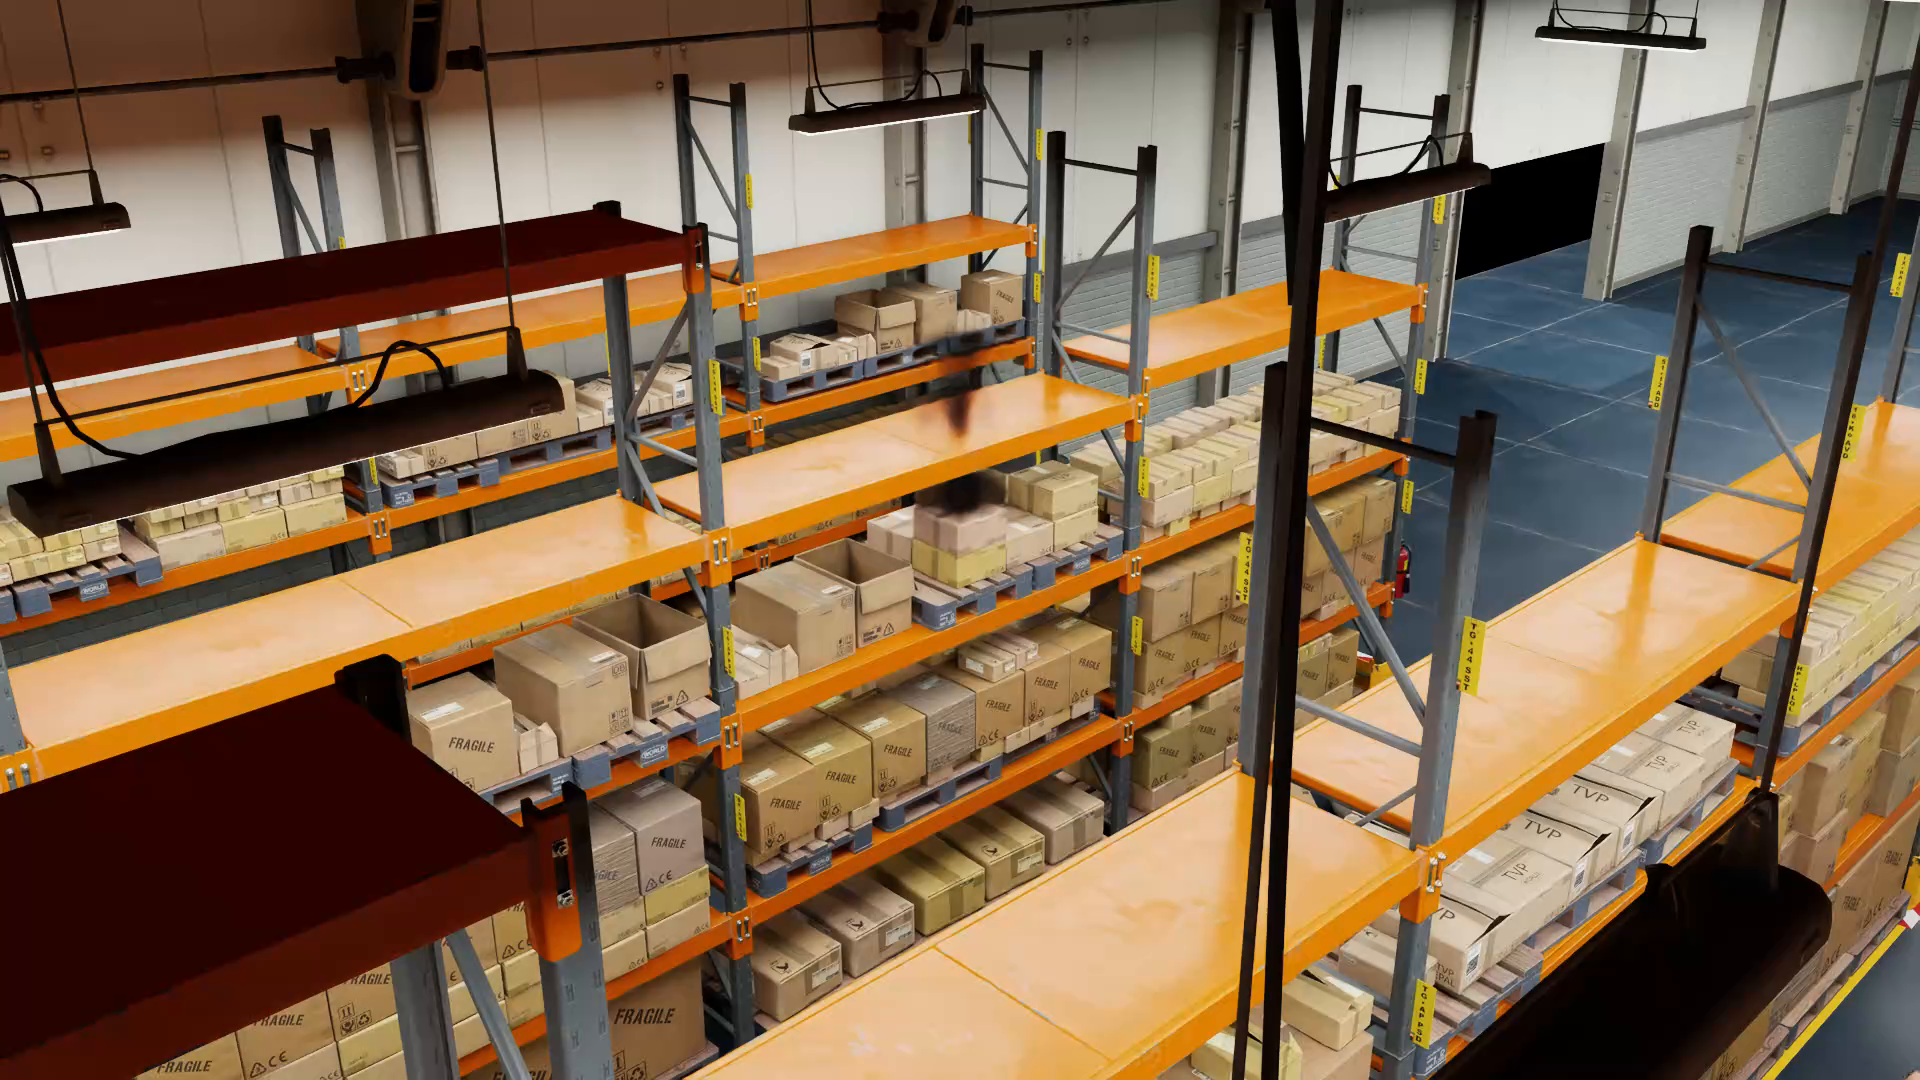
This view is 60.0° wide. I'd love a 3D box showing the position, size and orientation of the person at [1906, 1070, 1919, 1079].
[{"bbox_3d":[5.404,3.757,9.594,0.585,1.682,0.623,-16,28,-34],"label":"person"}]
